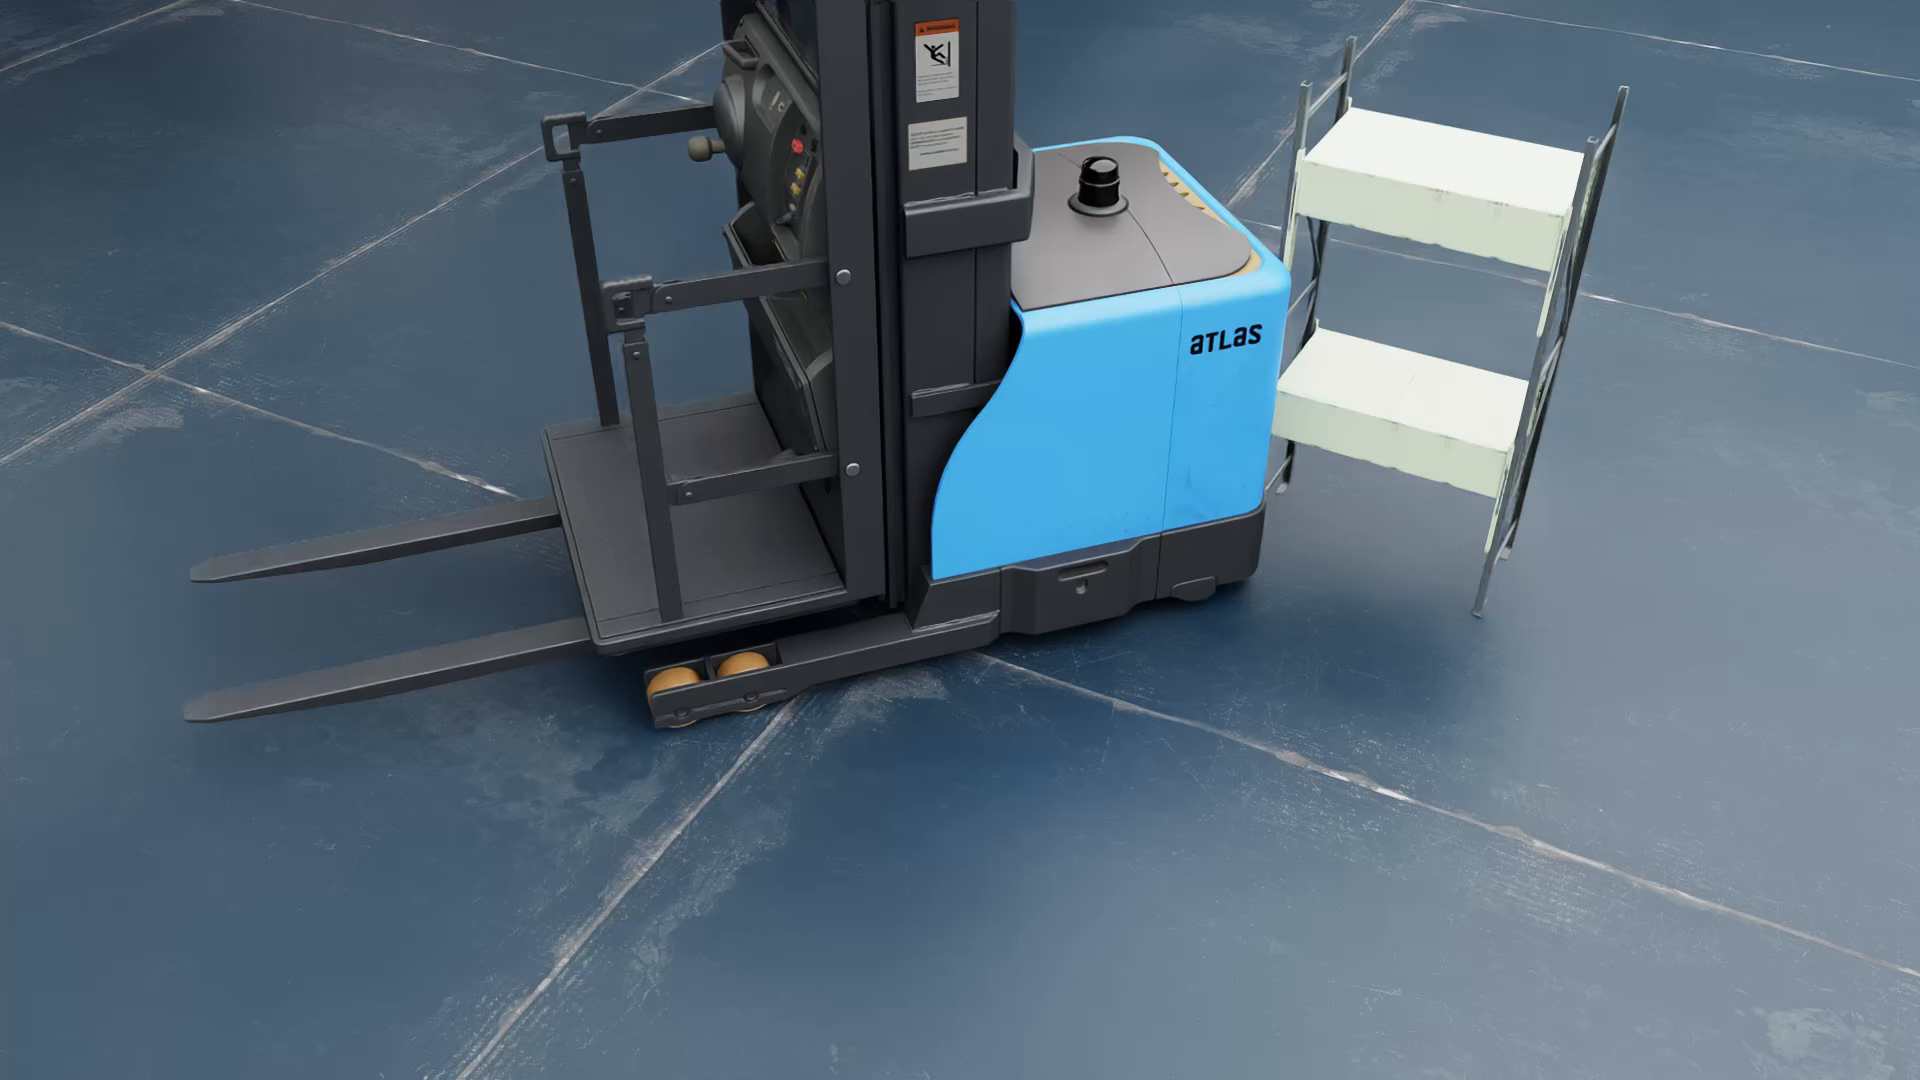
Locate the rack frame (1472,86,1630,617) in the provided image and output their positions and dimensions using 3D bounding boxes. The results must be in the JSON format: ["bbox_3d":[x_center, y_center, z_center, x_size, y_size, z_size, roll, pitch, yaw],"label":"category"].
[{"bbox_3d":[1.633,-0.476,4.637,0.023,1.500,0.400,19,41,23],"label":"rack frame"}]

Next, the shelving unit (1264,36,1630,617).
[{"bbox_3d":[1.313,-0.583,4.778,0.755,1.500,0.431,19,41,23],"label":"shelving unit"}]

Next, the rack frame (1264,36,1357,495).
[{"bbox_3d":[0.993,-0.691,4.920,0.023,1.500,0.400,19,41,23],"label":"rack frame"}]

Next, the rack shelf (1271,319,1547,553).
[{"bbox_3d":[1.313,-0.324,4.975,0.720,0.370,0.431,19,41,23],"label":"rack shelf"}]

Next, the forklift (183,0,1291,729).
[{"bbox_3d":[-0.669,-1.012,4.159,3.031,2.935,1.130,-12,39,-15],"label":"forklift"}]

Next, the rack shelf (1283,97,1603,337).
[{"bbox_3d":[1.313,-0.894,4.542,0.720,0.370,0.431,19,41,23],"label":"rack shelf"}]
